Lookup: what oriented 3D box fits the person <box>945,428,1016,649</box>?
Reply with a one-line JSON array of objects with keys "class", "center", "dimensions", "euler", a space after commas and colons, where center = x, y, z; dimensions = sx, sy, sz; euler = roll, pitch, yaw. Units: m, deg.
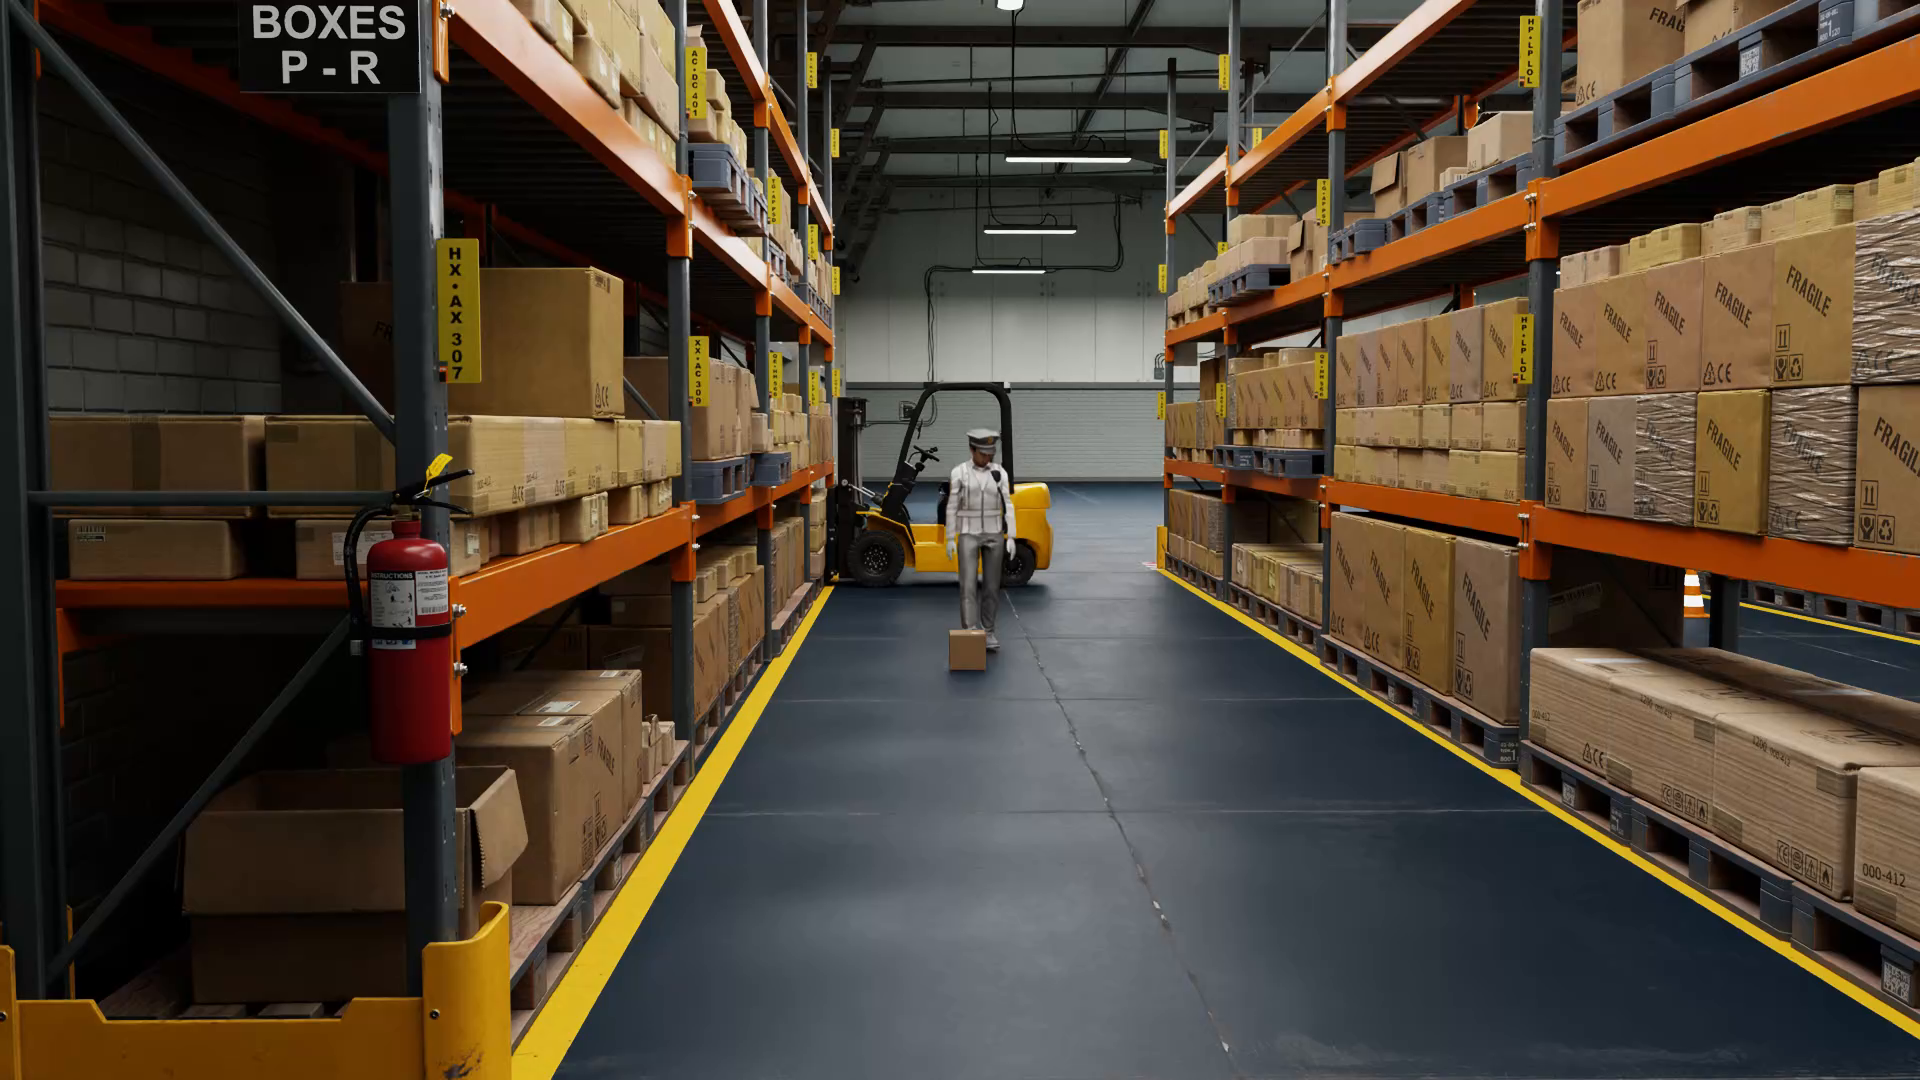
[{"class": "person", "center": [0.172, 0.005, 12.214], "dimensions": [0.524, 1.645, 0.711], "euler": [-1, 4, -8]}]
